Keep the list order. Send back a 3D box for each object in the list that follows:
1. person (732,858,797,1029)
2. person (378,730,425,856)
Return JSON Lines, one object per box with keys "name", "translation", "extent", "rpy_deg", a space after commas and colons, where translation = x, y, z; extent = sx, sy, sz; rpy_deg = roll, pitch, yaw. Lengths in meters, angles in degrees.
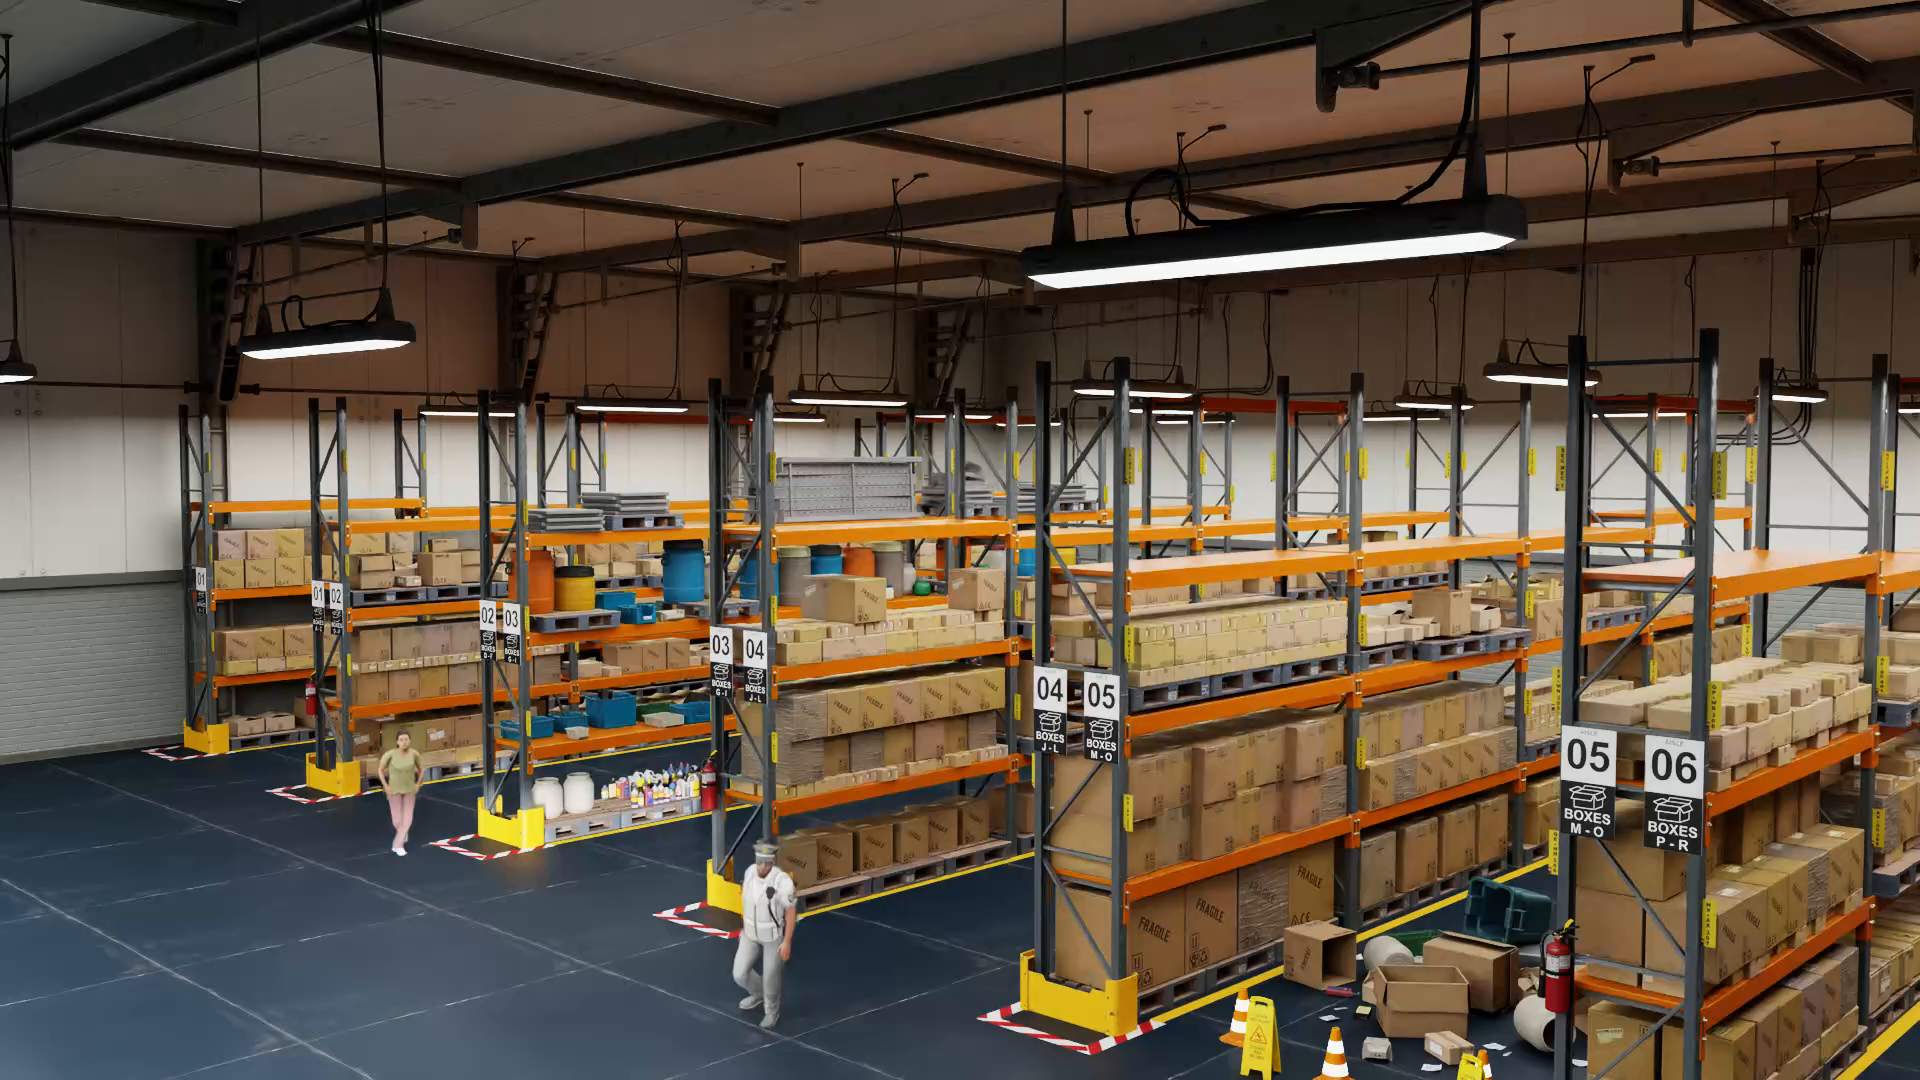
{"name": "person", "translation": [-1.745, 3.547, 14.945], "extent": [0.706, 1.704, 0.568], "rpy_deg": [1, 3, 21]}
{"name": "person", "translation": [-7.213, 3.238, 21.474], "extent": [0.581, 1.612, 0.557], "rpy_deg": [-1, 3, -24]}
